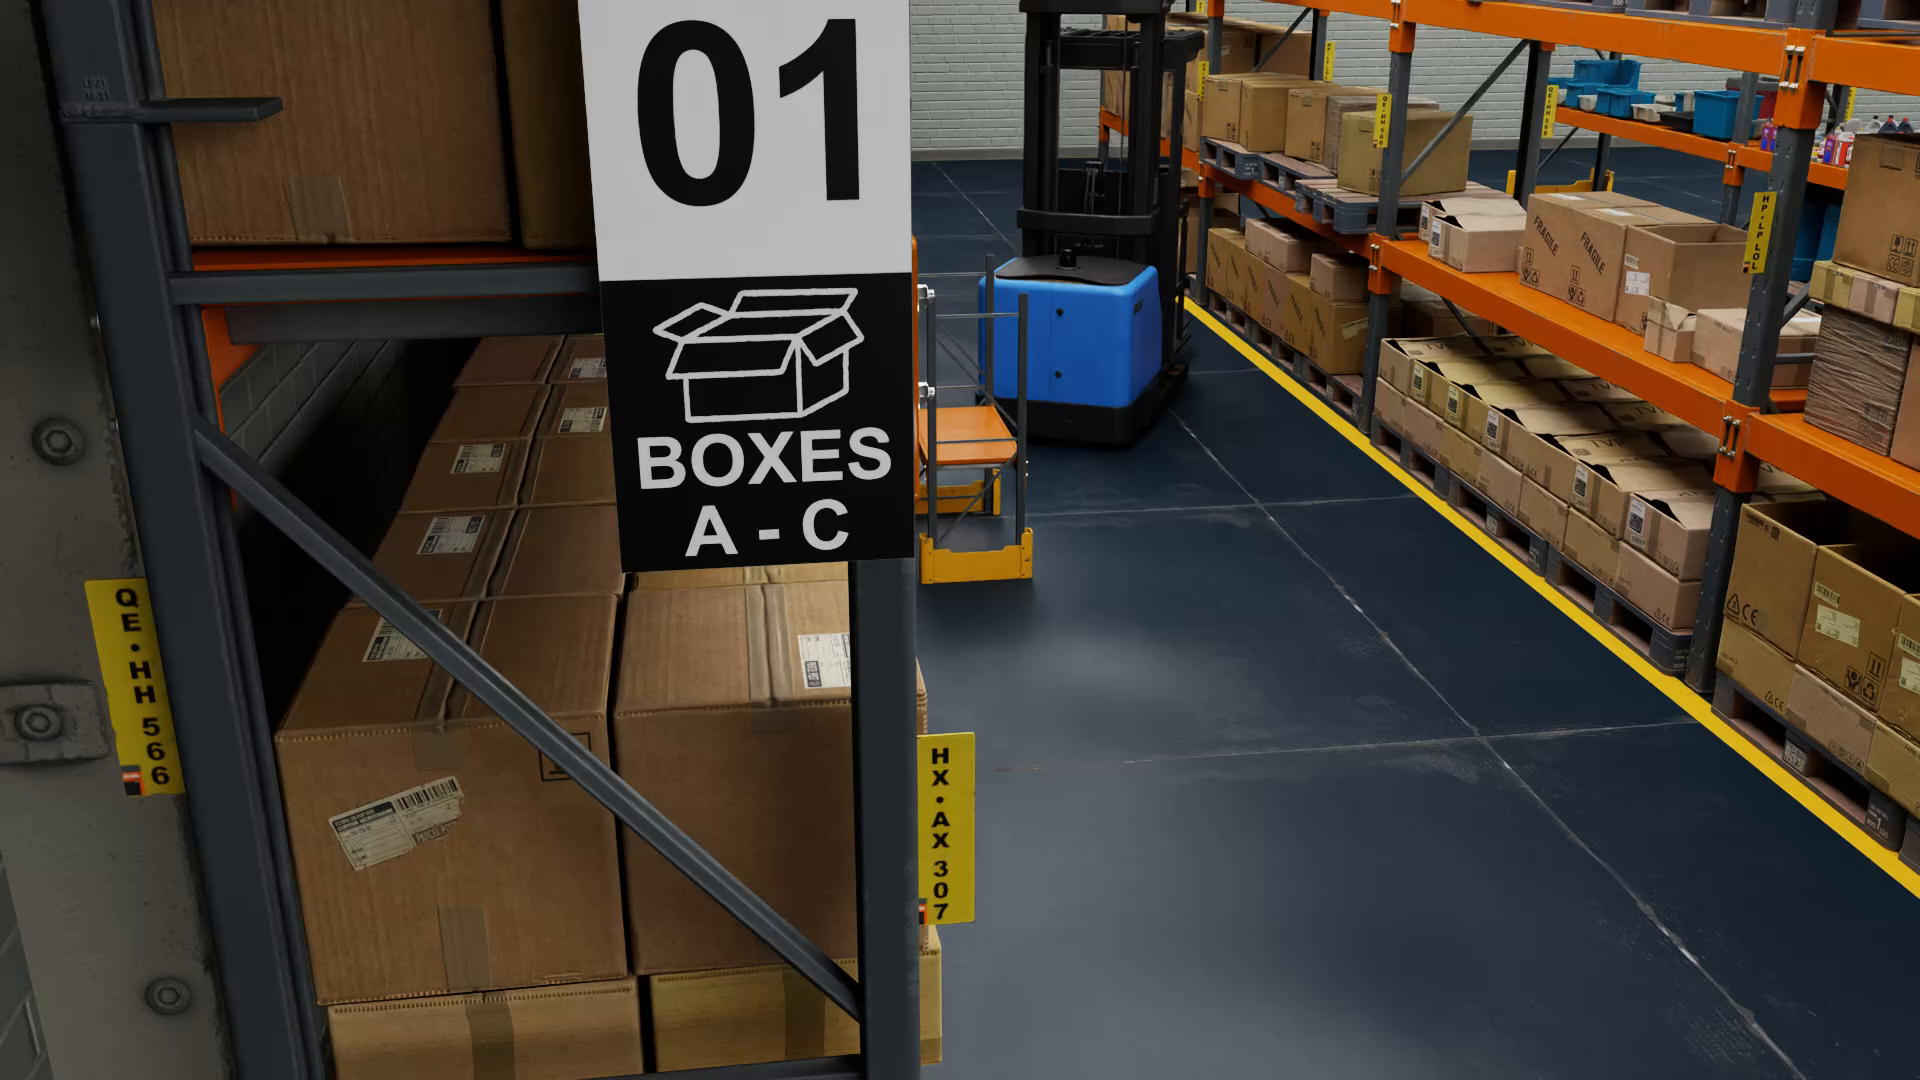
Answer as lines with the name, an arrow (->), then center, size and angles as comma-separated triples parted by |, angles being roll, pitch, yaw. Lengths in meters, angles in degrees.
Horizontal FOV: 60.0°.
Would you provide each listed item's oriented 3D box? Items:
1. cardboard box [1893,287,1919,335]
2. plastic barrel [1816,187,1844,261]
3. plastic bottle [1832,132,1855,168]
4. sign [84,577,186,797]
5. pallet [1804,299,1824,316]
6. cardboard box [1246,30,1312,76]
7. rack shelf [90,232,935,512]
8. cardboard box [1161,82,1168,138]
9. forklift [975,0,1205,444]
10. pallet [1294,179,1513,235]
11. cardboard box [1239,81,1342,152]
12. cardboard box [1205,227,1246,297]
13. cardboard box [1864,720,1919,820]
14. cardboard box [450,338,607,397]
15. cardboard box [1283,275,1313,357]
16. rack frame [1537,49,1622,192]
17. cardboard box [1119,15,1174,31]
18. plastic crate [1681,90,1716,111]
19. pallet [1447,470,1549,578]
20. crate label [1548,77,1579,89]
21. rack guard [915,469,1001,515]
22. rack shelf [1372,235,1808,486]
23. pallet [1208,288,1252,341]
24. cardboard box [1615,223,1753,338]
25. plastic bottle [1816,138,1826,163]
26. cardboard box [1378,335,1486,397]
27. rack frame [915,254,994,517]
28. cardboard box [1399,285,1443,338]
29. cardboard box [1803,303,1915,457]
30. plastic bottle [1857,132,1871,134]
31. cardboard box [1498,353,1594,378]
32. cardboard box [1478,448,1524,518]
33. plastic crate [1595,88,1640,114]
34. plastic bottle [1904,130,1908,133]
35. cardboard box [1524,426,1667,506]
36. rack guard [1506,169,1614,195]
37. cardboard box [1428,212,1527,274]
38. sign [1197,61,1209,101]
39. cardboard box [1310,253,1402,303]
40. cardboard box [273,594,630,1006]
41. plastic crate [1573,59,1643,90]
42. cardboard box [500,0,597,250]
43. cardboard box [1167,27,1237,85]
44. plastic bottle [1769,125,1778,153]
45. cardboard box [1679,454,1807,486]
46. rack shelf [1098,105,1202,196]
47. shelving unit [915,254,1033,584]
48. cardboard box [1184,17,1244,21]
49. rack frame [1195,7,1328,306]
cardboard box -> 3.683, -0.835, 6.094 | 0.380, 0.149, 0.250 | -3, 21, -9
plastic barrel -> 7.673, -2.561, 14.184 | 0.600, 0.901, 0.708 | -3, 21, -8
plastic bottle -> 7.333, -3.223, 13.736 | 0.152, 0.276, 0.135 | -3, 21, -8
sign -> -1.116, 0.204, 2.277 | 0.100, 0.325, 0.005 | -3, 21, -8
pallet -> 7.759, -1.783, 13.687 | 1.003, 0.211, 1.213 | -3, 21, -8
cardboard box -> 2.818, -4.225, 14.671 | 0.500, 0.500, 0.500 | -2, 21, -6
rack shelf -> -0.853, -0.888, 4.047 | 1.077, 0.370, 4.000 | -3, 21, -8
cardboard box -> 2.129, -4.096, 15.753 | 0.500, 0.500, 0.500 | -2, 21, -7
forklift -> 1.047, -2.472, 11.644 | 1.130, 2.935, 3.031 | 7, 21, 17
pallet -> 3.017, -2.289, 11.333 | 1.213, 0.211, 1.003 | -3, 21, -8
cardboard box -> 2.616, -3.366, 13.199 | 0.700, 0.500, 0.500 | 0, 20, 1
cardboard box -> 2.436, -2.388, 14.267 | 0.500, 0.500, 0.500 | -4, 21, -10
cardboard box -> 3.661, 0.851, 5.980 | 0.500, 0.250, 0.500 | -3, 21, -8
cardboard box -> -1.143, -0.277, 4.785 | 0.500, 0.500, 0.500 | -2, 21, -6
cardboard box -> 2.742, -1.674, 12.356 | 0.500, 0.500, 0.500 | -4, 21, -10
rack frame -> 6.933, -5.166, 18.762 | 1.000, 3.000, 0.127 | -3, 21, -8
cardboard box -> 1.917, -5.086, 16.973 | 0.500, 0.500, 0.500 | -3, 21, -7
plastic crate -> 7.472, -4.292, 16.504 | 0.437, 0.282, 0.530 | -3, 21, -8
pallet -> 3.436, -0.133, 9.271 | 1.003, 0.211, 1.213 | -3, 21, -8
crate label -> 6.643, -5.014, 18.507 | 0.416, 0.233, 0.303 | -3, 21, -8
rack guard -> -0.061, -0.263, 9.563 | 0.587, 0.250, 0.087 | -3, 21, -8
rack shelf -> 3.472, -1.119, 8.952 | 1.077, 0.370, 4.000 | -3, 21, -8
pallet -> 2.762, -1.947, 14.127 | 1.003, 0.211, 1.213 | -3, 21, -8
cardboard box -> 3.590, -1.259, 8.157 | 0.500, 0.500, 0.500 | -1, 21, -4
plastic bottle -> 7.270, -3.273, 13.977 | 0.097, 0.201, 0.097 | 0, 20, 0
cardboard box -> 2.969, -1.123, 10.464 | 0.500, 0.311, 0.500 | -2, 21, -6
rack frame -> -0.061, -0.849, 9.346 | 0.500, 1.500, 0.032 | -3, 21, -8
cardboard box -> 3.320, -1.536, 11.986 | 0.500, 0.500, 0.500 | -4, 21, -10
cardboard box -> 3.831, -0.657, 6.544 | 0.700, 0.500, 0.500 | -3, 21, -9
plastic bottle -> 7.483, -3.231, 13.757 | 0.152, 0.276, 0.135 | -3, 21, -8
cardboard box -> 3.584, -0.971, 10.056 | 0.500, 0.311, 0.500 | -3, 21, -9
cardboard box -> 3.197, -0.329, 9.140 | 0.500, 0.250, 0.500 | -2, 21, -7
plastic crate -> 6.832, -4.558, 17.287 | 0.416, 0.233, 0.300 | -3, 21, -8
plastic bottle -> 7.891, -3.287, 13.914 | 0.097, 0.271, 0.097 | 0, 20, 0
cardboard box -> 3.268, -0.413, 8.563 | 0.500, 0.311, 0.500 | -3, 21, -8
rack guard -> 6.916, -4.003, 19.219 | 1.175, 0.500, 0.348 | -3, 21, -8
cardboard box -> 3.121, -1.787, 9.840 | 0.500, 0.311, 0.500 | -3, 21, -8
sign -> 2.071, -3.908, 14.156 | 0.100, 0.325, 0.005 | -3, 21, -8
cardboard box -> 2.804, -1.866, 11.796 | 0.500, 0.250, 0.500 | -2, 21, -6
cardboard box -> -0.843, 0.430, 2.891 | 0.500, 0.500, 0.500 | -3, 21, -8
plastic crate -> 7.166, -5.105, 18.460 | 0.616, 0.435, 0.499 | -3, 21, -8
cardboard box -> -0.365, -0.717, 2.390 | 0.500, 0.500, 0.500 | -2, 21, -6
cardboard box -> 2.202, -4.387, 15.104 | 0.500, 0.500, 0.500 | -3, 21, -9
plastic bottle -> 7.159, -3.532, 14.553 | 0.061, 0.283, 0.133 | -3, 21, -8
cardboard box -> 3.880, -0.264, 8.163 | 0.500, 0.311, 0.500 | -3, 21, -8
rack shelf -> 2.319, -3.888, 16.368 | 1.077, 0.370, 4.000 | -3, 21, -8
shelving unit -> 0.011, -0.676, 8.883 | 0.587, 1.500, 1.083 | -3, 21, -8
cardboard box -> 2.520, -4.939, 16.580 | 0.500, 0.500, 0.500 | -2, 21, -6
rack frame -> 2.607, -3.533, 14.388 | 1.000, 3.000, 0.127 | -3, 21, -8
